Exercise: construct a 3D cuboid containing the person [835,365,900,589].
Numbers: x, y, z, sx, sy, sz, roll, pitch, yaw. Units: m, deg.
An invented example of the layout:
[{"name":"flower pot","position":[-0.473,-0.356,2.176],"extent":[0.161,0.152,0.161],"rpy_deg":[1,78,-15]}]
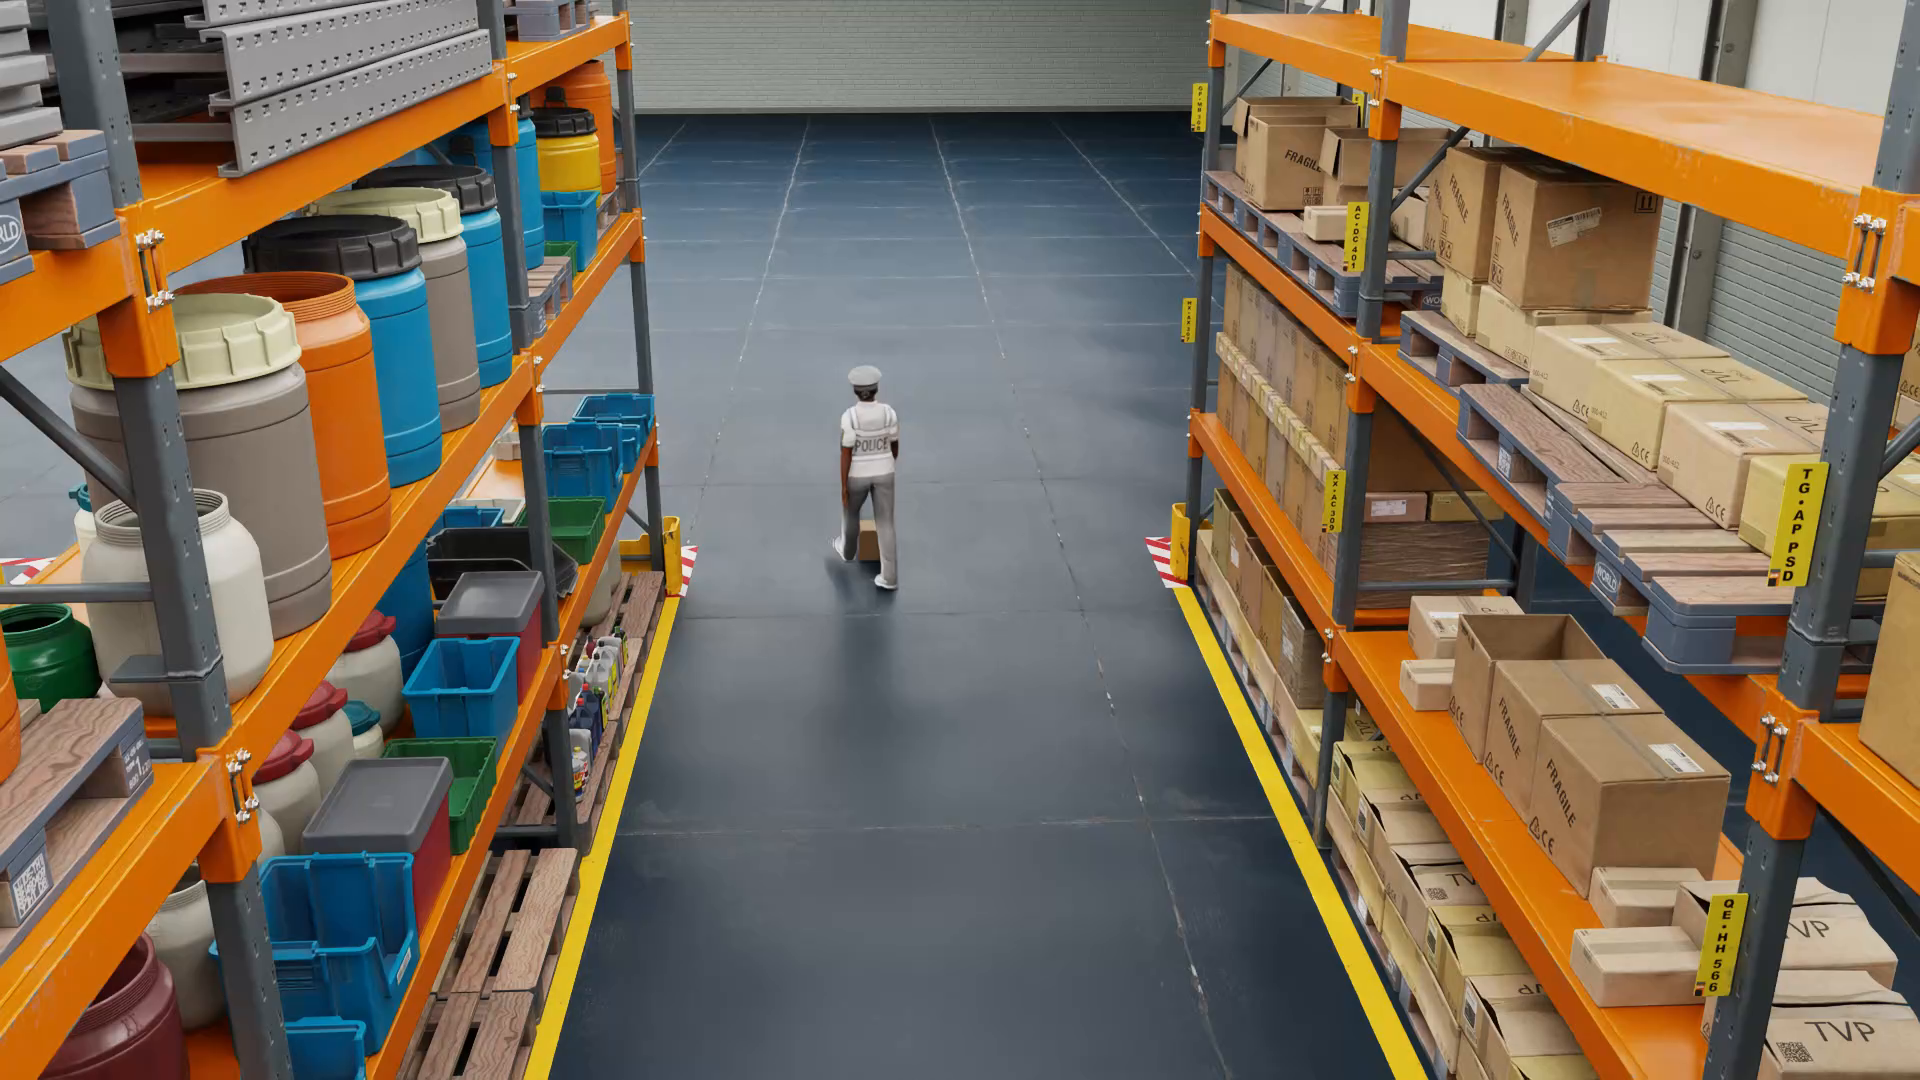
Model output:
[{"name":"person","position":[-0.694,-0.519,12.454],"extent":[0.472,1.631,0.950],"rpy_deg":[-5,21,-13]}]
